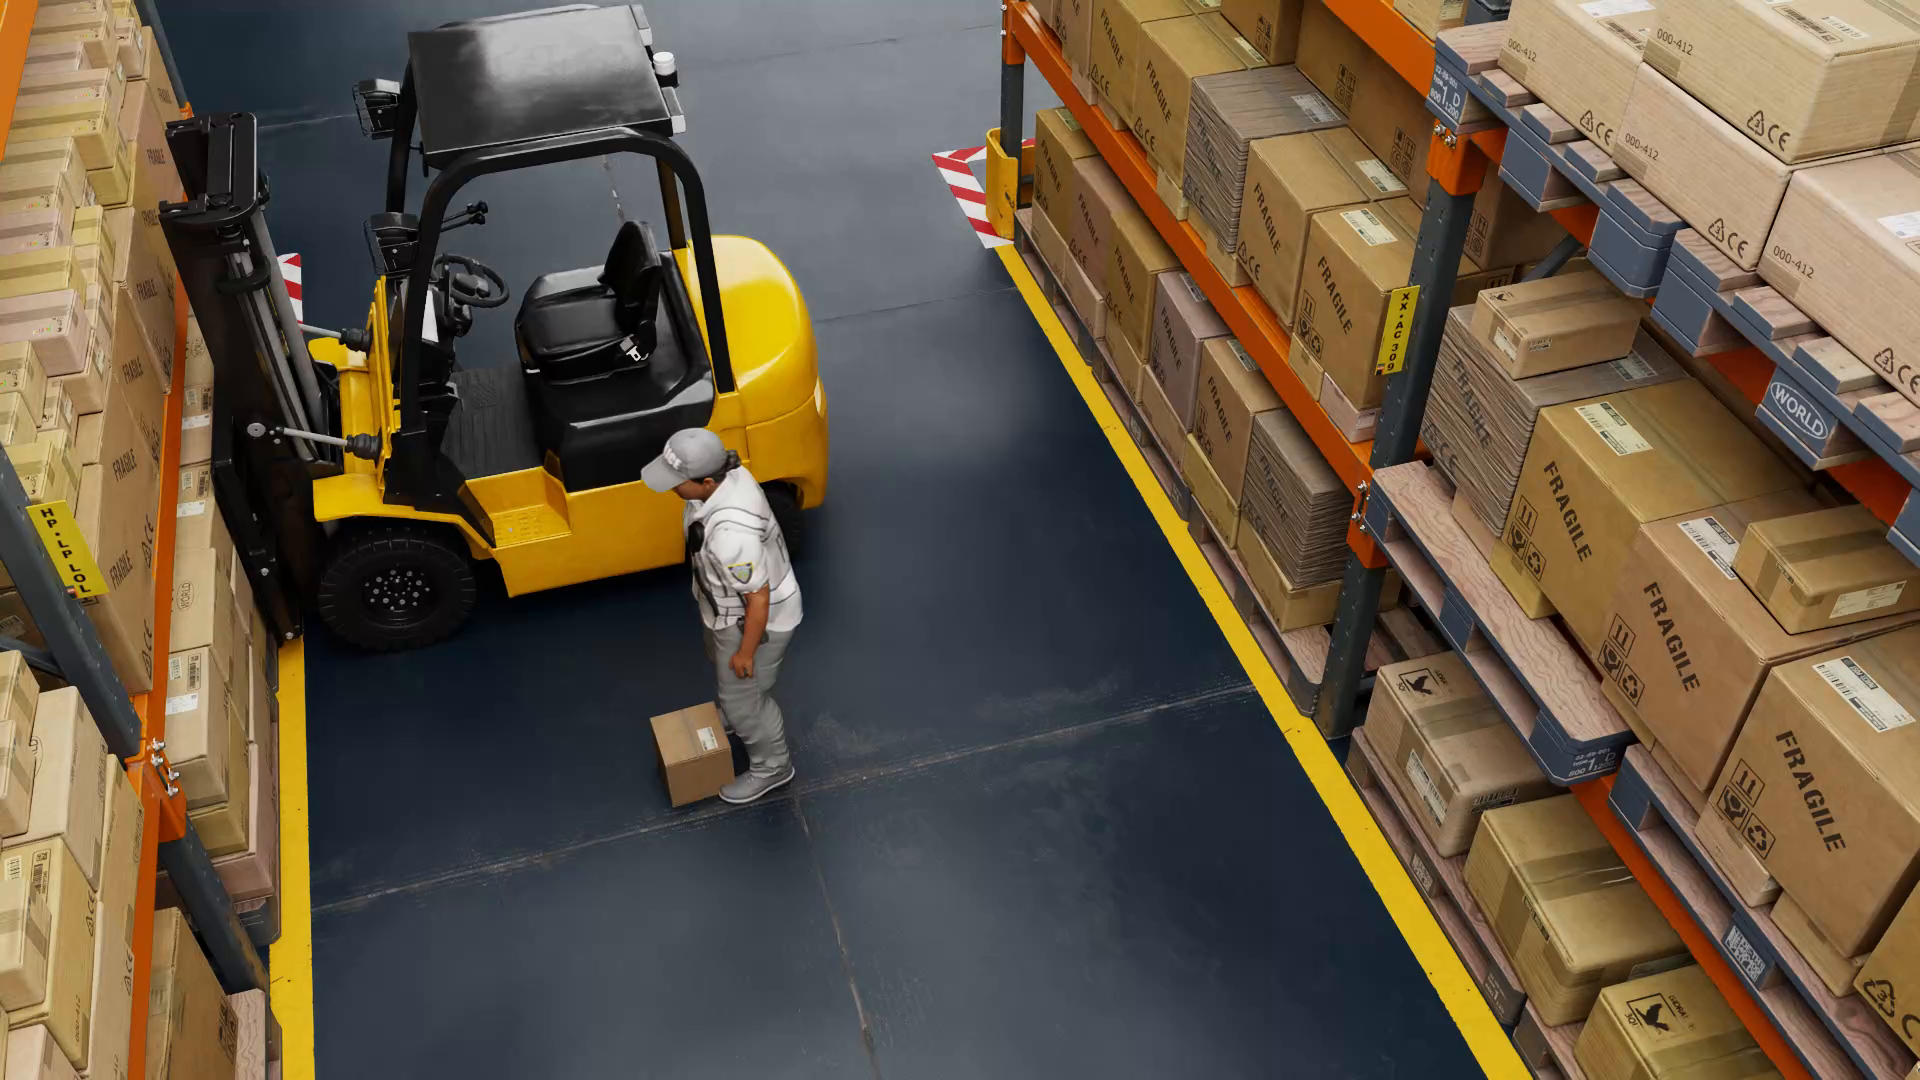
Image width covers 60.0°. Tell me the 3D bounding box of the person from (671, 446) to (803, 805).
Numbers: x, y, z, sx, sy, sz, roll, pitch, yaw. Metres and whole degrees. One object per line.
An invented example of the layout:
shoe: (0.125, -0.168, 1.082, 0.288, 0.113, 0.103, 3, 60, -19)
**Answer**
person: (-0.775, 0.240, 5.907, 0.396, 1.648, 0.553, -13, 44, -14)
